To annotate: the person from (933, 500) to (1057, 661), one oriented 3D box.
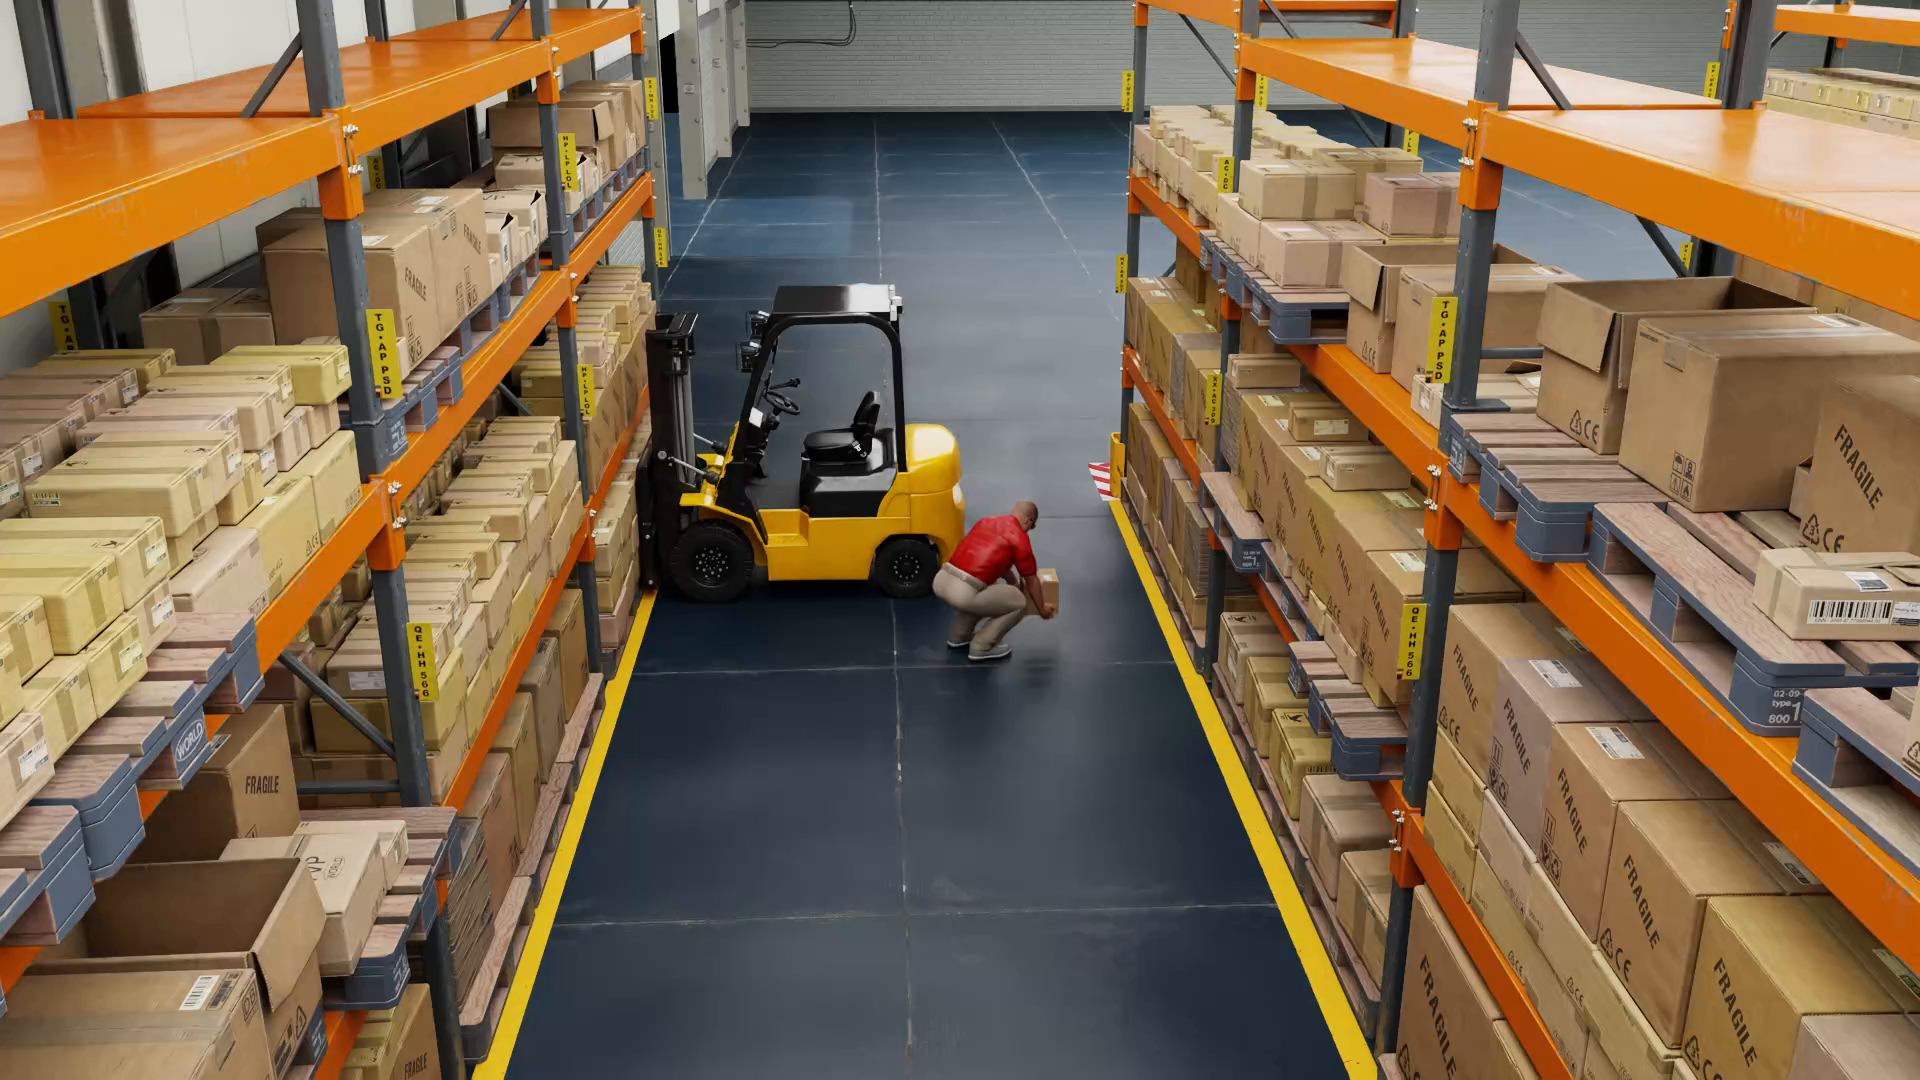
[{"bbox_3d":[0.229,0.261,11.454,0.893,1.001,0.568,-12,23,-29],"label":"person"}]
